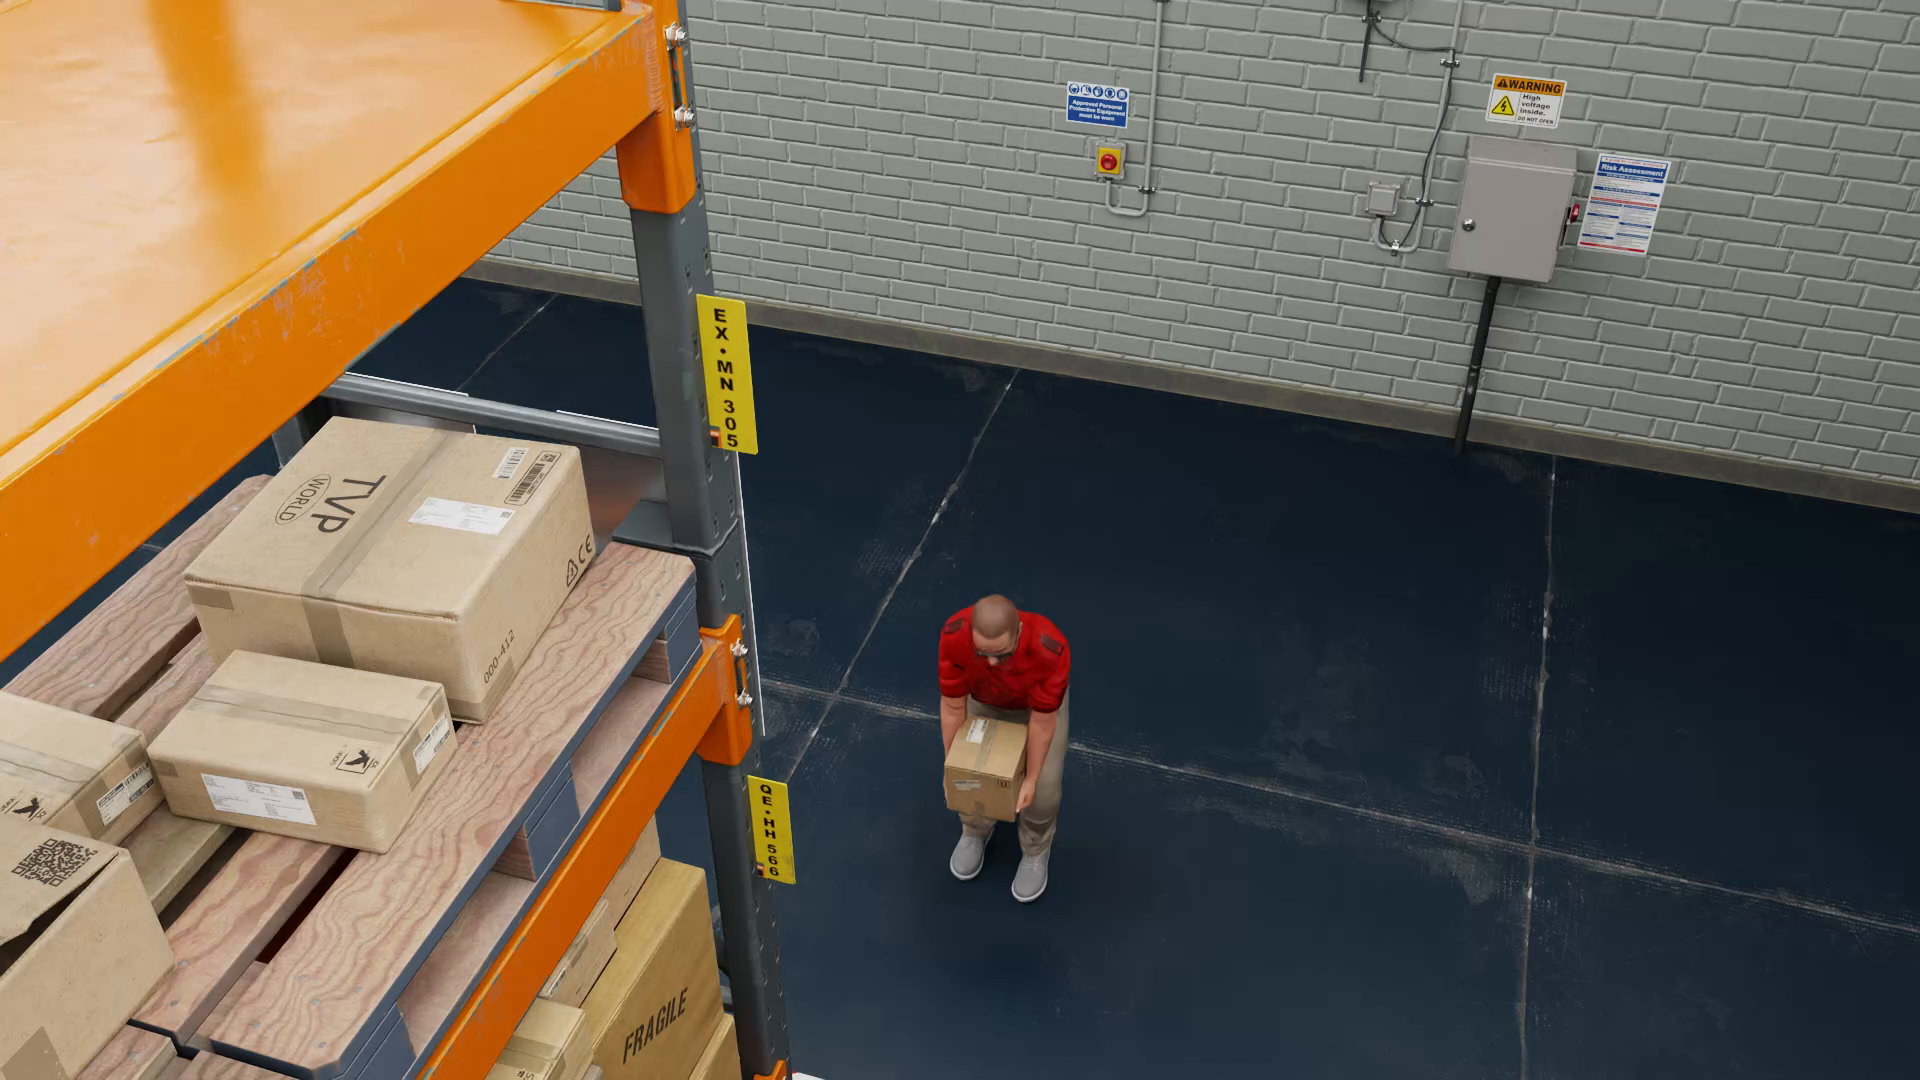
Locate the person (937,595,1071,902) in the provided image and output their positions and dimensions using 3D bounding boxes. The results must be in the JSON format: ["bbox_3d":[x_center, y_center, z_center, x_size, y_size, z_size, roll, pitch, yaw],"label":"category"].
[{"bbox_3d":[0.166,0.700,6.088,0.487,1.595,0.675,10,38,13],"label":"person"}]
